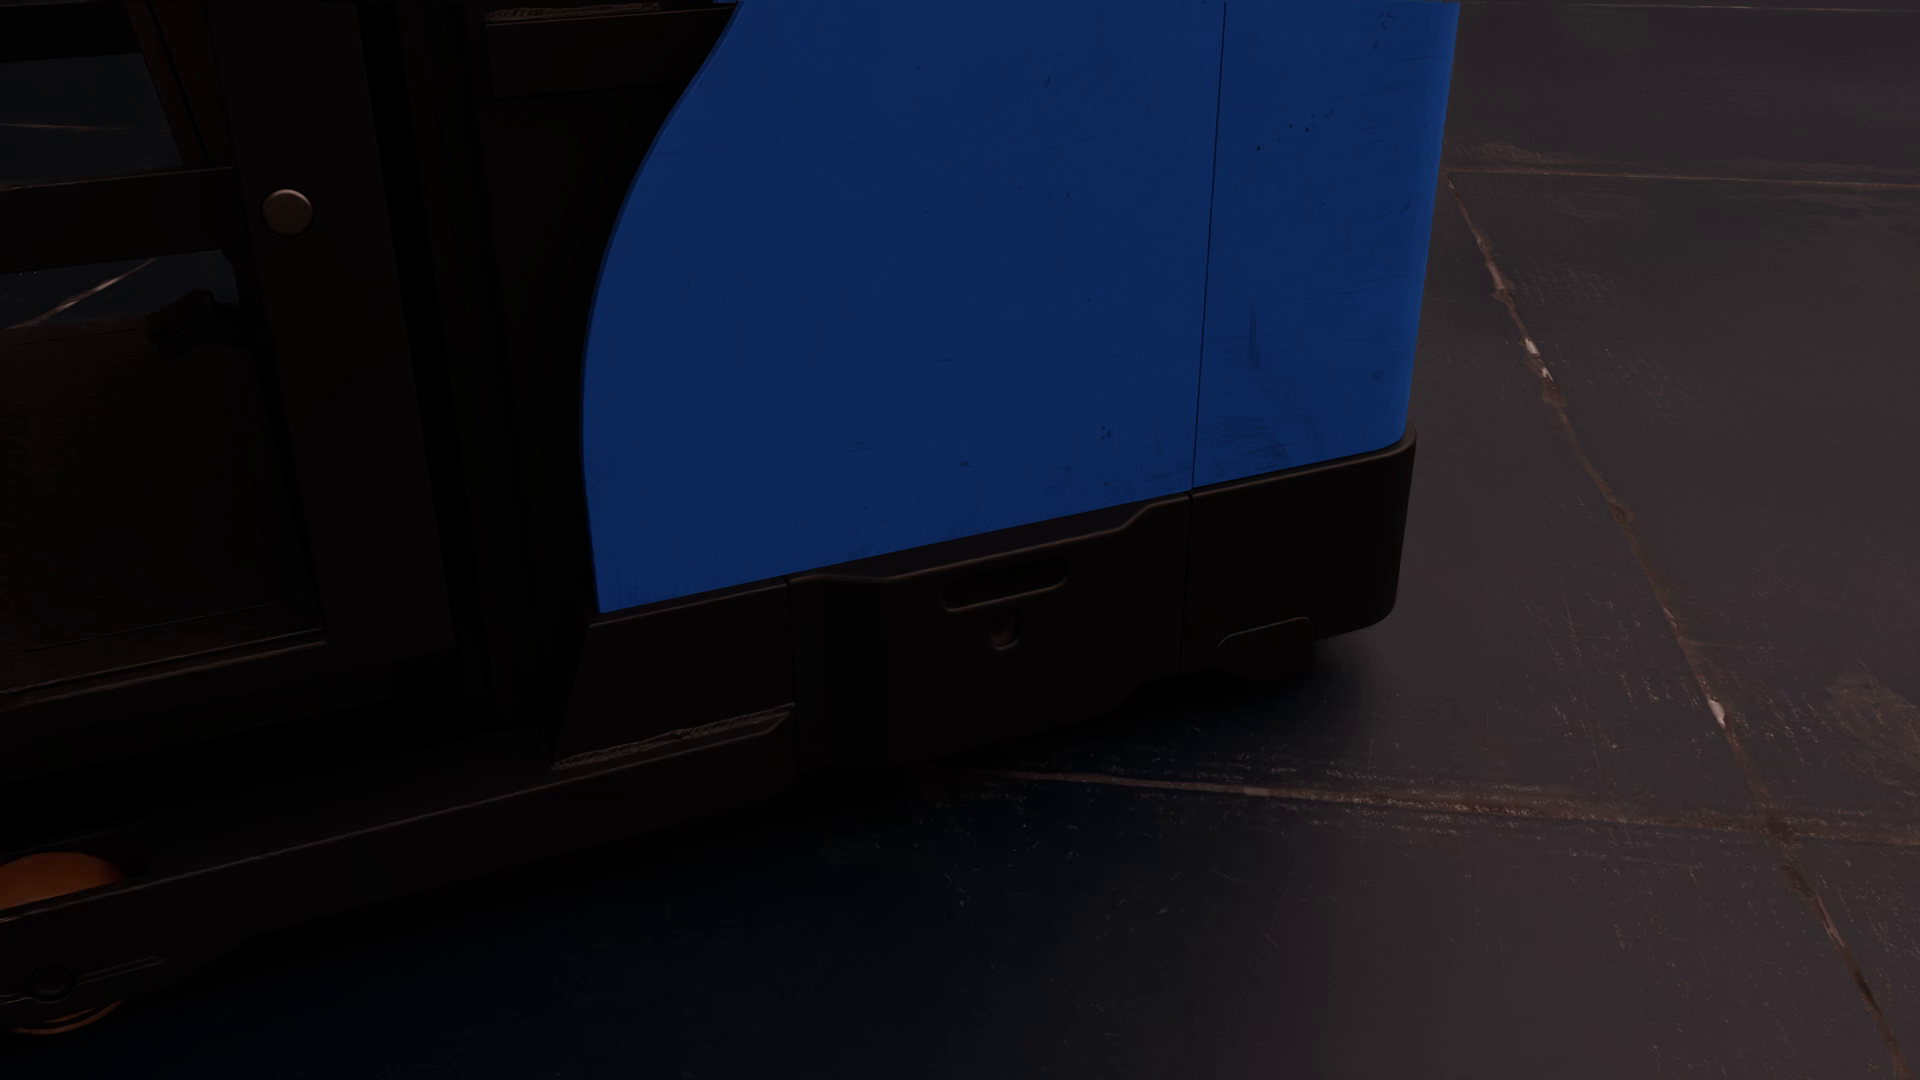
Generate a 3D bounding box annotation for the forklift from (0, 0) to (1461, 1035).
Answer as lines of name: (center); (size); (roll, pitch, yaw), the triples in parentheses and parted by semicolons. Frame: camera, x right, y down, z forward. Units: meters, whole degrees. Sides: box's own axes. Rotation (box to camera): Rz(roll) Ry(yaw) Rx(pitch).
forklift: (-0.986, -1.079, 1.380); (3.031, 2.935, 1.130); (-12, 29, -22)
